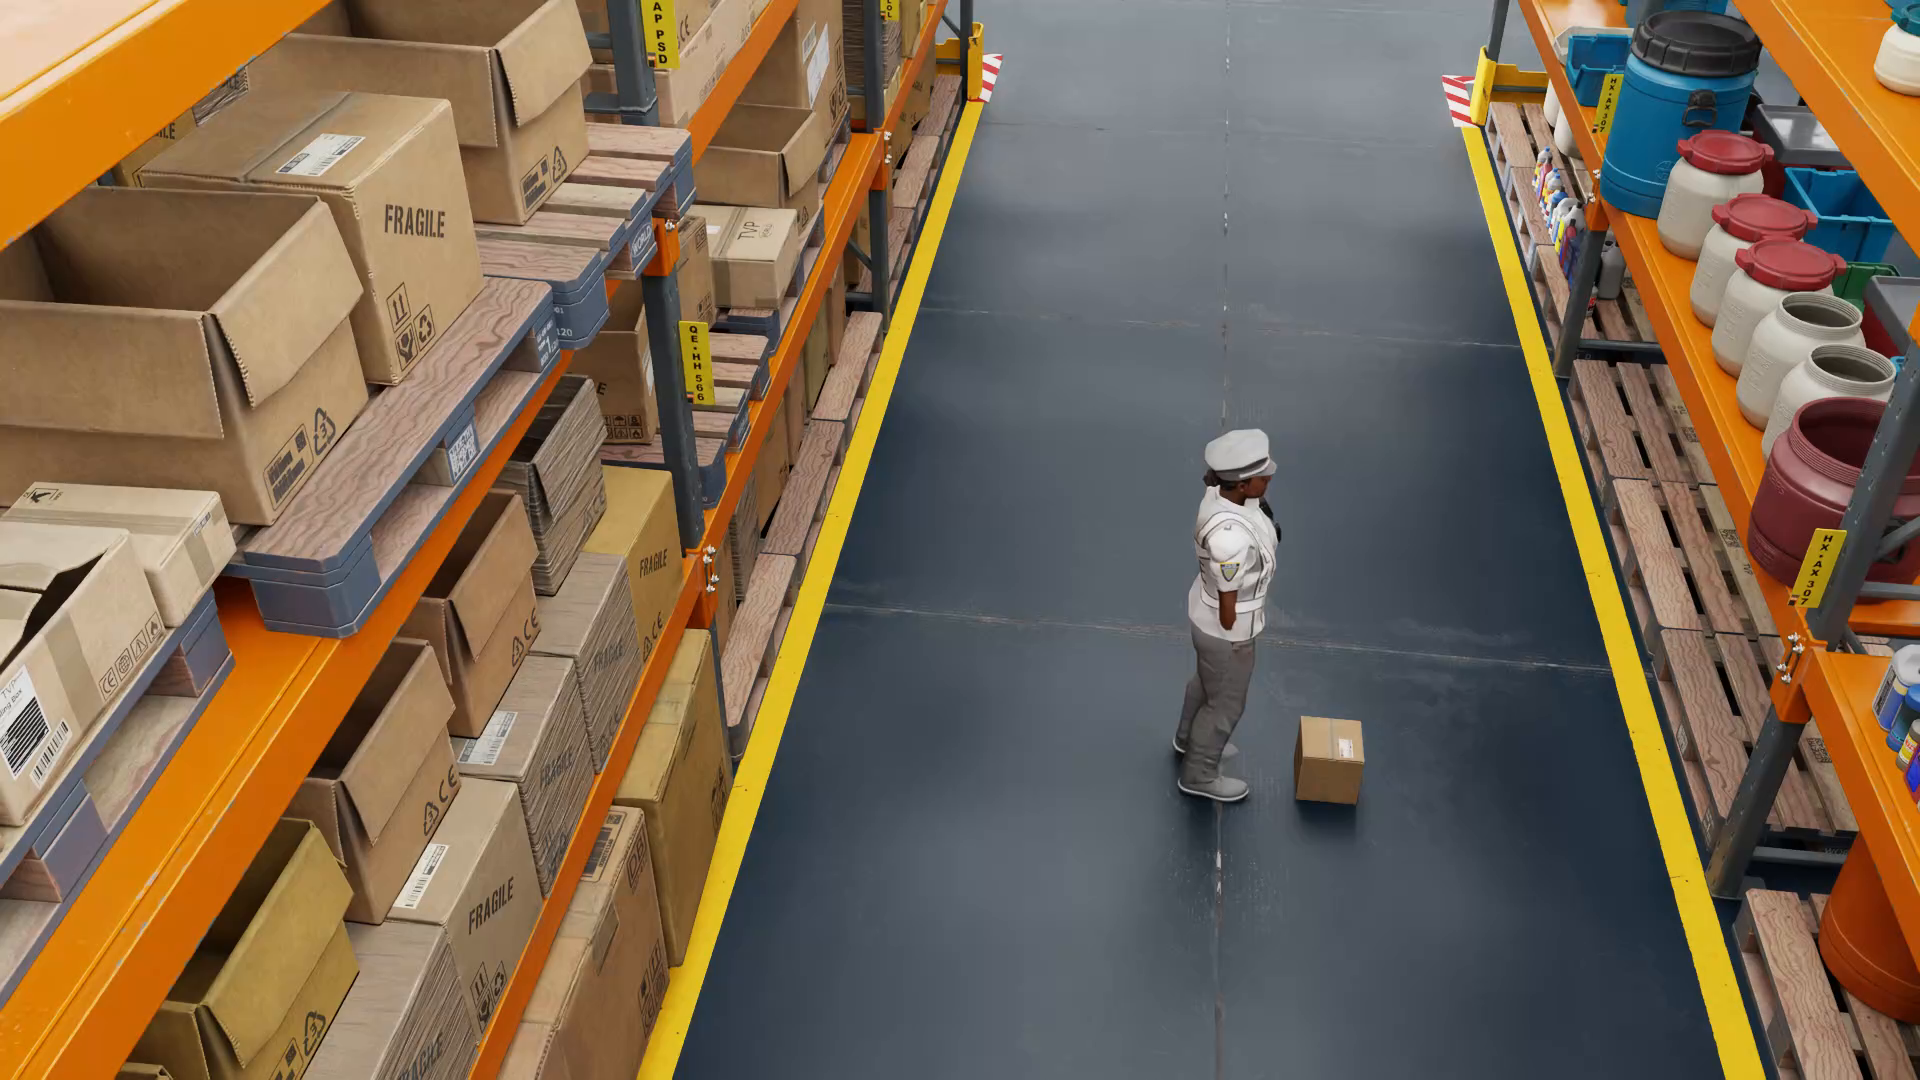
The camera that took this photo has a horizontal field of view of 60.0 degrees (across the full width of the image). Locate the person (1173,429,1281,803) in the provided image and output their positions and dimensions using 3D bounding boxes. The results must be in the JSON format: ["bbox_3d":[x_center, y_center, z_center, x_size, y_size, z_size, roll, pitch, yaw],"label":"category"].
[{"bbox_3d":[1.070,0.314,6.620,0.339,1.707,0.437,5,37,7],"label":"person"}]
